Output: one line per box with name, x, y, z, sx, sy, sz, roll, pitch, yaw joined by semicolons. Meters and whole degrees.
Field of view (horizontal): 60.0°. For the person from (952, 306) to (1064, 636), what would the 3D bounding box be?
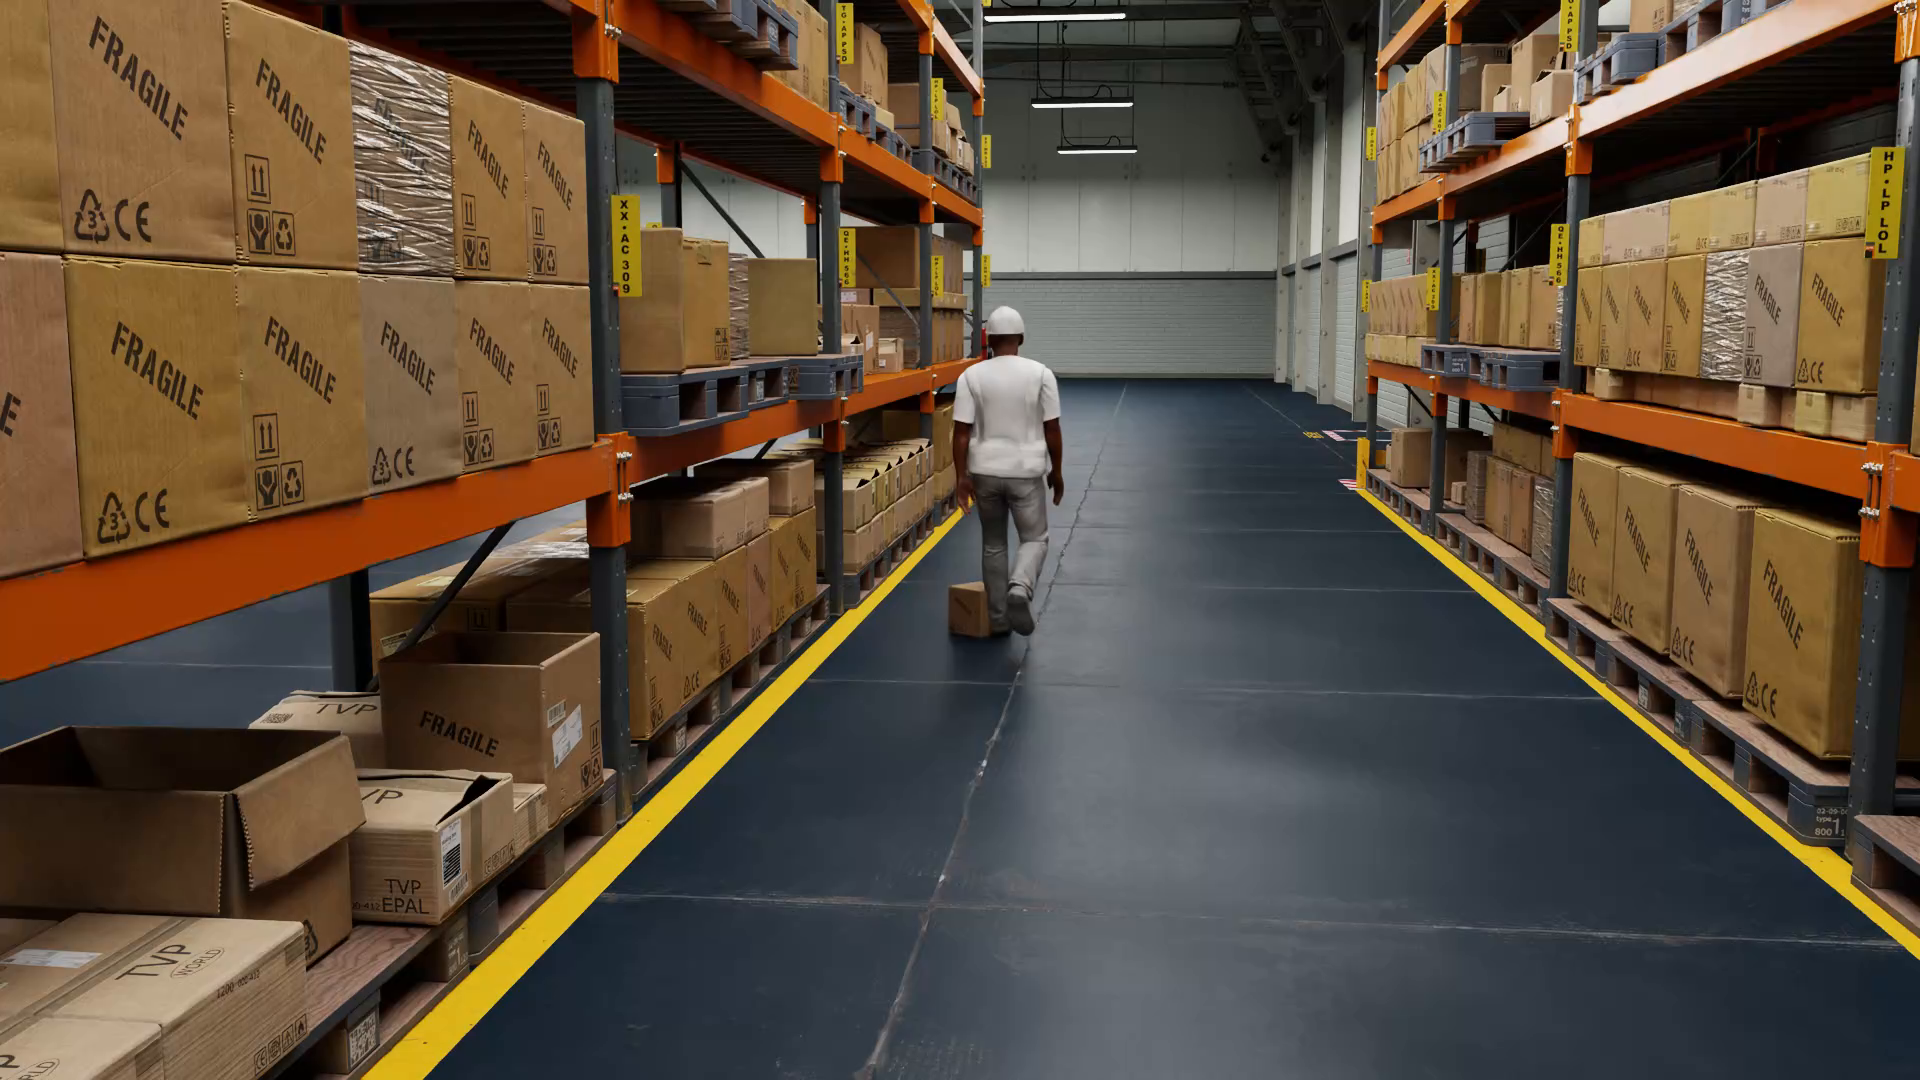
person;0.249;-0.348;8.724;0.568;1.743;0.813;1;8;11
